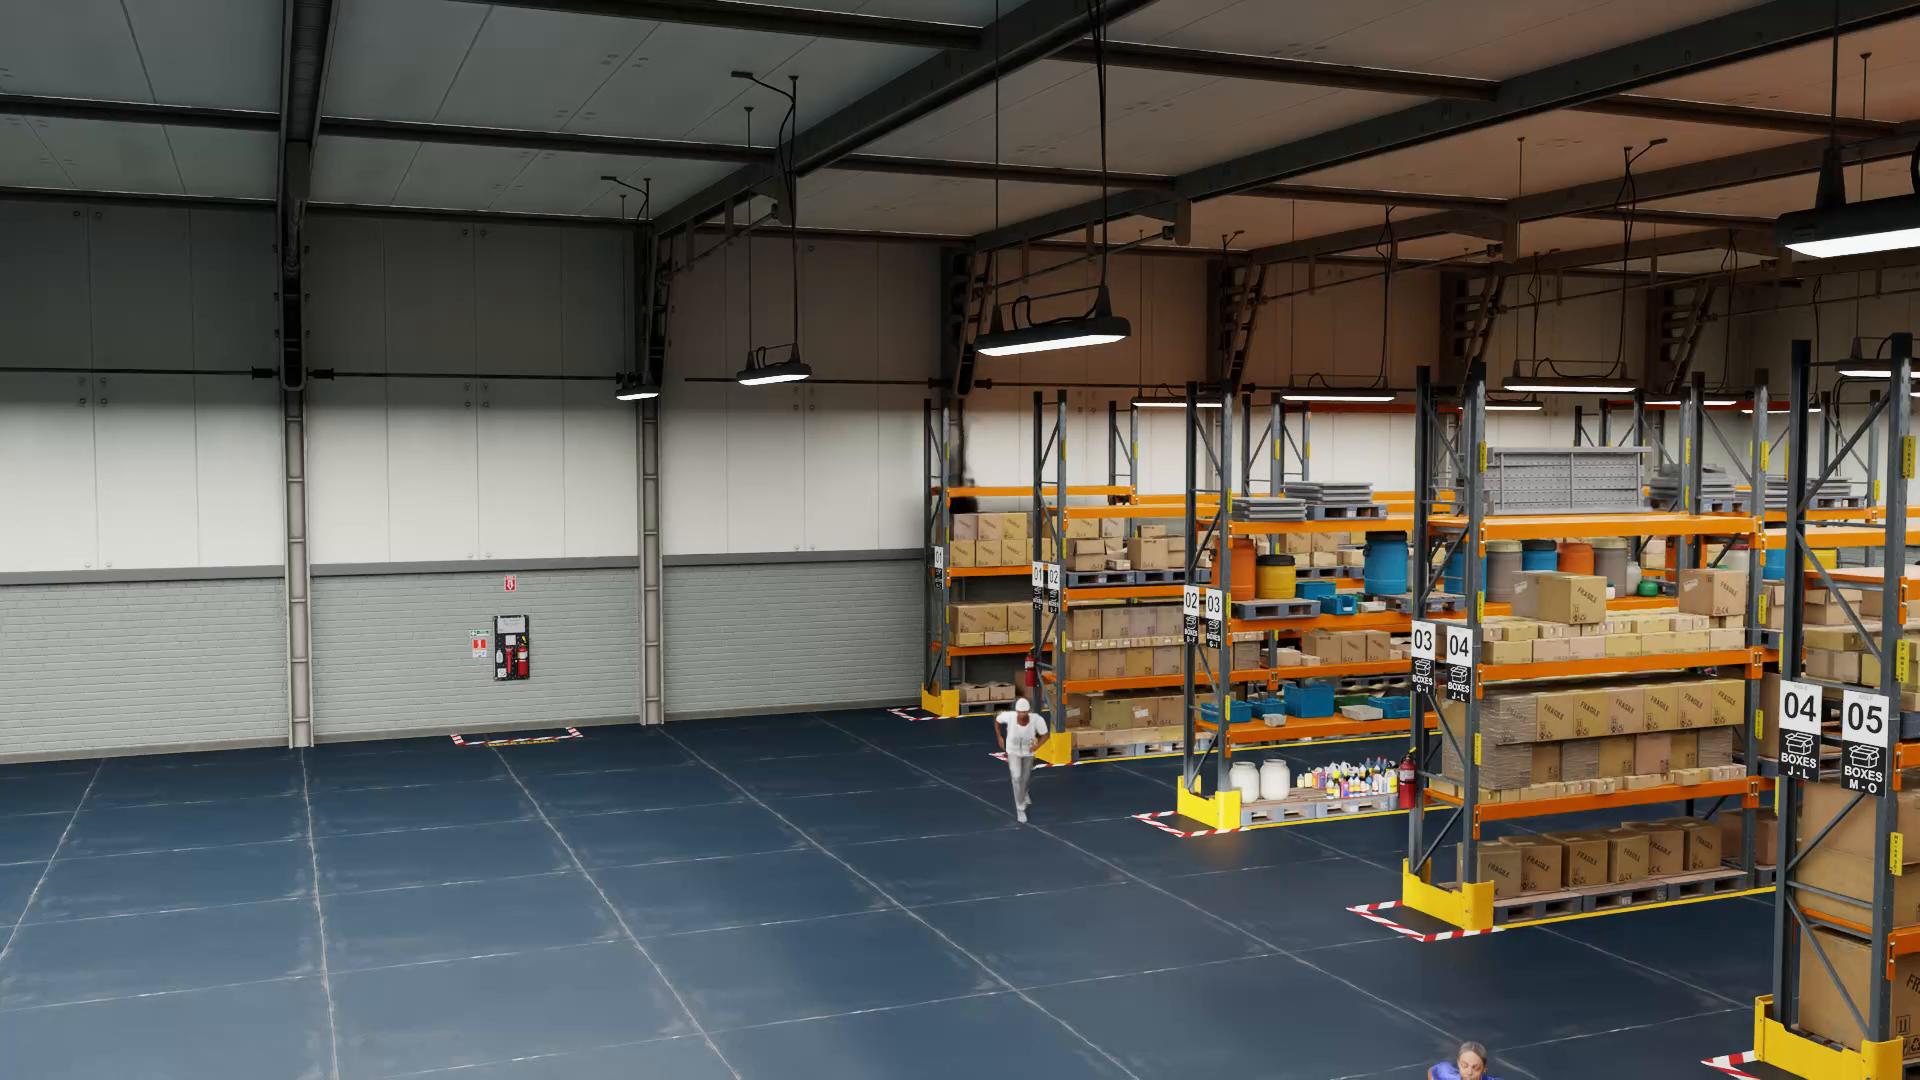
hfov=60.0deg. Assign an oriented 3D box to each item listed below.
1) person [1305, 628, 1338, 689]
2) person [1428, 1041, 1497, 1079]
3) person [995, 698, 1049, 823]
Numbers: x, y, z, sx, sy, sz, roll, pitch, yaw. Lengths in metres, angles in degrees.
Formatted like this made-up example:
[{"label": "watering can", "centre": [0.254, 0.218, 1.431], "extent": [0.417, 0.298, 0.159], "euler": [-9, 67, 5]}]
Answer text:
[{"label": "person", "centre": [6.878, 2.460, 31.381], "extent": [0.914, 1.757, 0.647], "euler": [-2, 4, -28]}, {"label": "person", "centre": [3.103, 3.763, 10.048], "extent": [0.567, 1.620, 0.894], "euler": [1, 4, 20]}, {"label": "person", "centre": [0.854, 2.994, 23.025], "extent": [0.746, 1.715, 1.060], "euler": [0, 3, 4]}]
